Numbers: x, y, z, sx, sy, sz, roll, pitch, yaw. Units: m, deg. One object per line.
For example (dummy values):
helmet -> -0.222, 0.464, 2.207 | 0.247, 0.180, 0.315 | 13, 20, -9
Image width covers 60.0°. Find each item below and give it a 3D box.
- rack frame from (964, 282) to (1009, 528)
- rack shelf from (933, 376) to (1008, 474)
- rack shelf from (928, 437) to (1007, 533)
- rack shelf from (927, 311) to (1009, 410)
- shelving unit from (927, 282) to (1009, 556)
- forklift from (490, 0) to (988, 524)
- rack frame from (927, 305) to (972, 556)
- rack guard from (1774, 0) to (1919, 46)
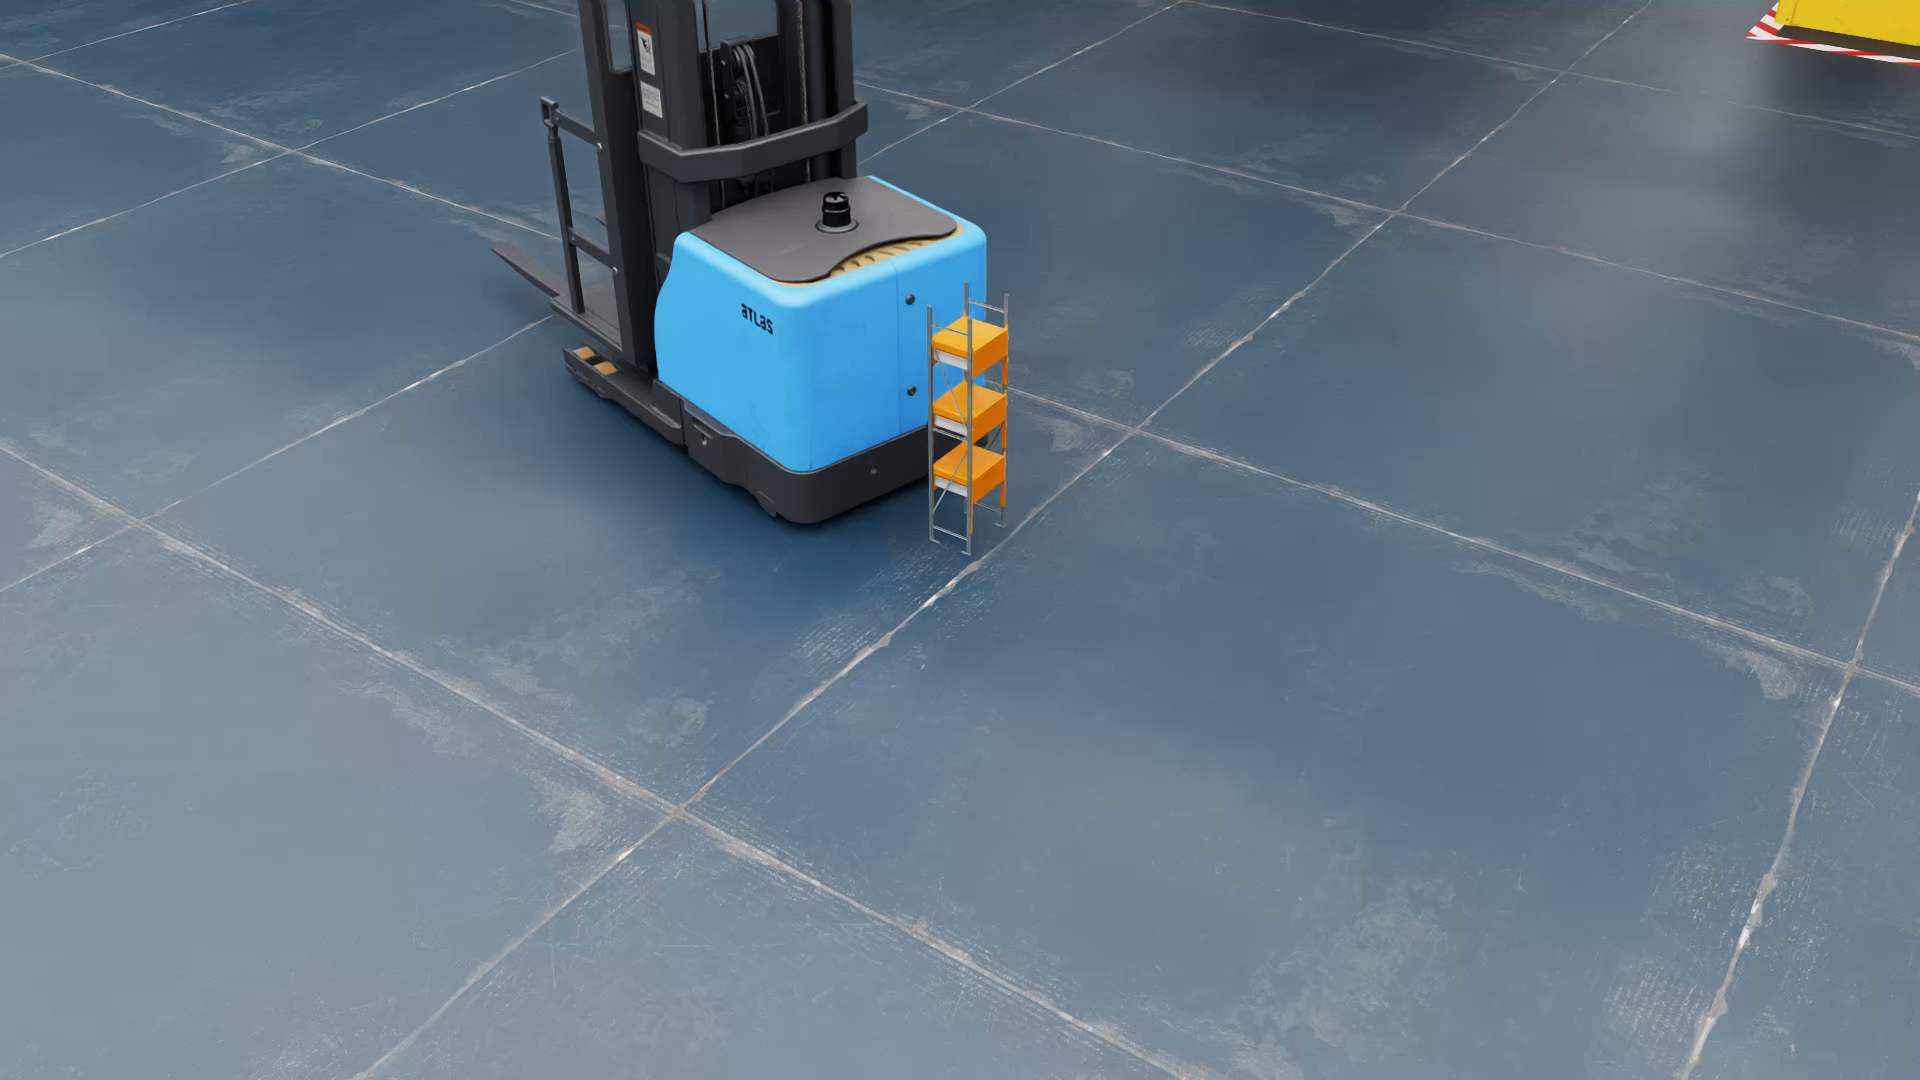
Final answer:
rack frame -> 0.100, -0.516, 6.575 | 0.200, 1.050, 0.008 | 21, 39, 28
rack shelf -> 0.031, -0.451, 6.498 | 0.215, 0.259, 0.240 | 21, 39, 28
rack shelf -> 0.031, -0.221, 6.654 | 0.215, 0.259, 0.240 | 21, 39, 28
rack shelf -> 0.031, -0.686, 6.339 | 0.215, 0.259, 0.240 | 21, 39, 28
shelving unit -> 0.031, -0.460, 6.492 | 0.215, 1.050, 0.252 | 21, 39, 28
forklift -> -1.208, -2.034, 7.141 | 1.130, 2.935, 3.031 | -25, 41, -32
rack frame -> -0.039, -0.403, 6.409 | 0.200, 1.050, 0.008 | 21, 39, 28
rack guard -> 6.684, -3.988, 12.201 | 1.175, 0.500, 0.348 | 21, 39, 28
